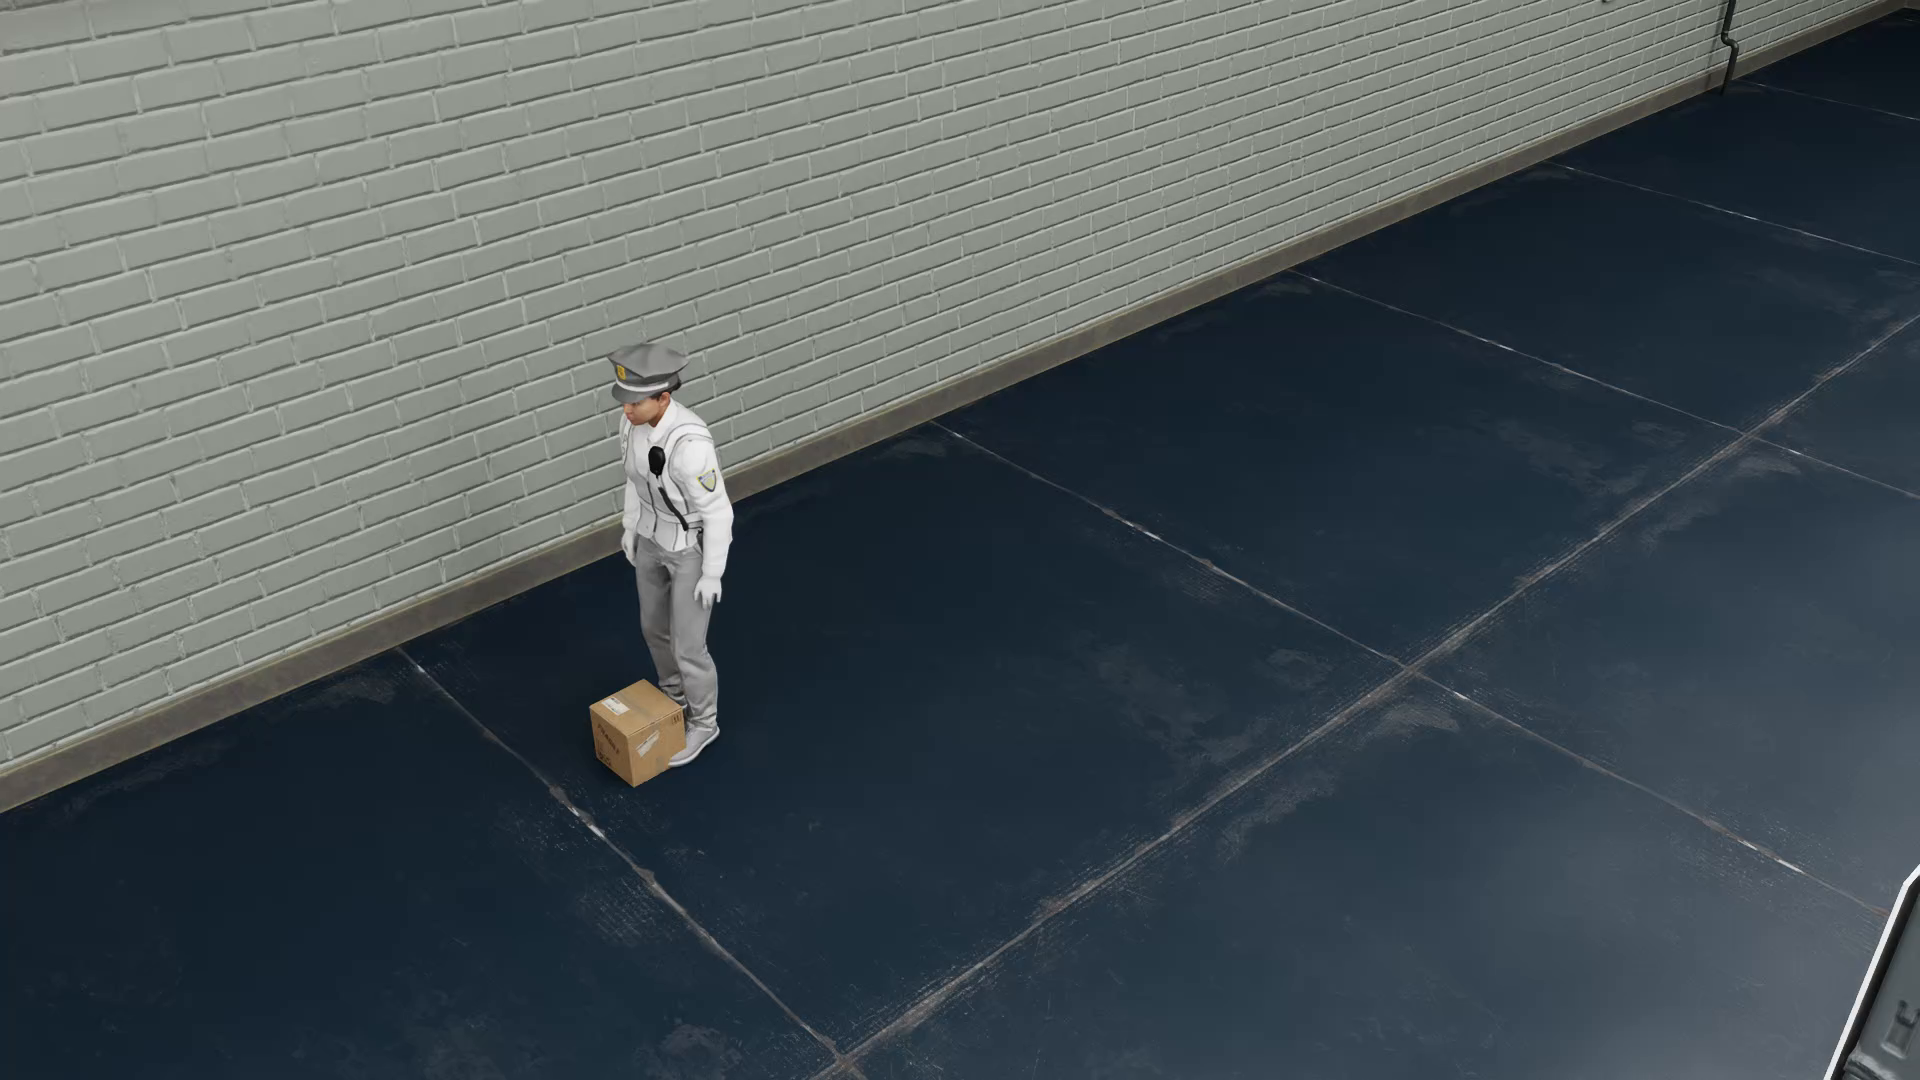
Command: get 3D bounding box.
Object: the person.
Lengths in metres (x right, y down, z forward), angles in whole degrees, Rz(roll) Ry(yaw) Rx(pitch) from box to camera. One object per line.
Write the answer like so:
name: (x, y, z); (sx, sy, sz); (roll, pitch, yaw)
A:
person: (-1.053, 0.050, 6.053); (0.542, 1.662, 0.415); (27, 41, 36)
